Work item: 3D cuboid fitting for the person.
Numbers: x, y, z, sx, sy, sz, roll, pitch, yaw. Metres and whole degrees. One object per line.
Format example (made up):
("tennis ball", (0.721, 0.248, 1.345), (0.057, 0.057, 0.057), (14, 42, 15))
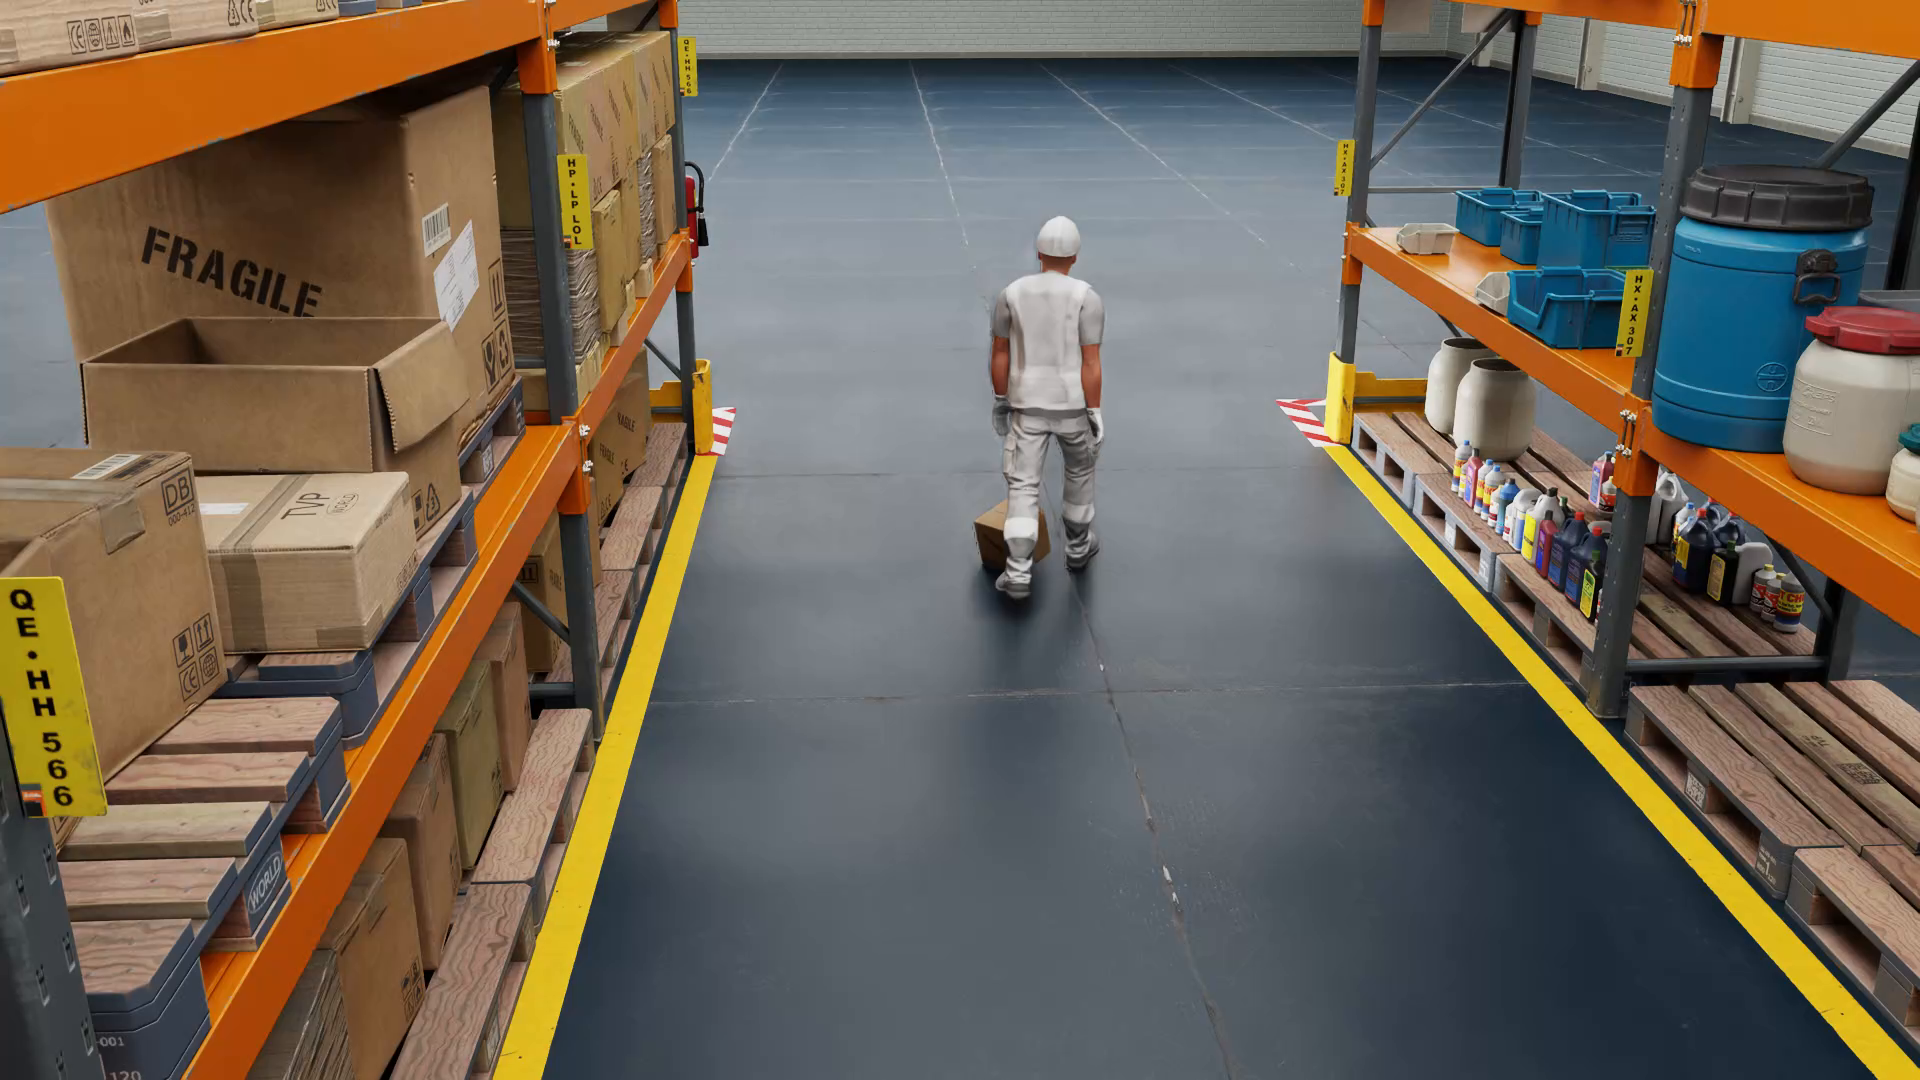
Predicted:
("person", (0.408, -0.618, 7.756), (0.567, 1.748, 0.962), (4, 21, 12))
